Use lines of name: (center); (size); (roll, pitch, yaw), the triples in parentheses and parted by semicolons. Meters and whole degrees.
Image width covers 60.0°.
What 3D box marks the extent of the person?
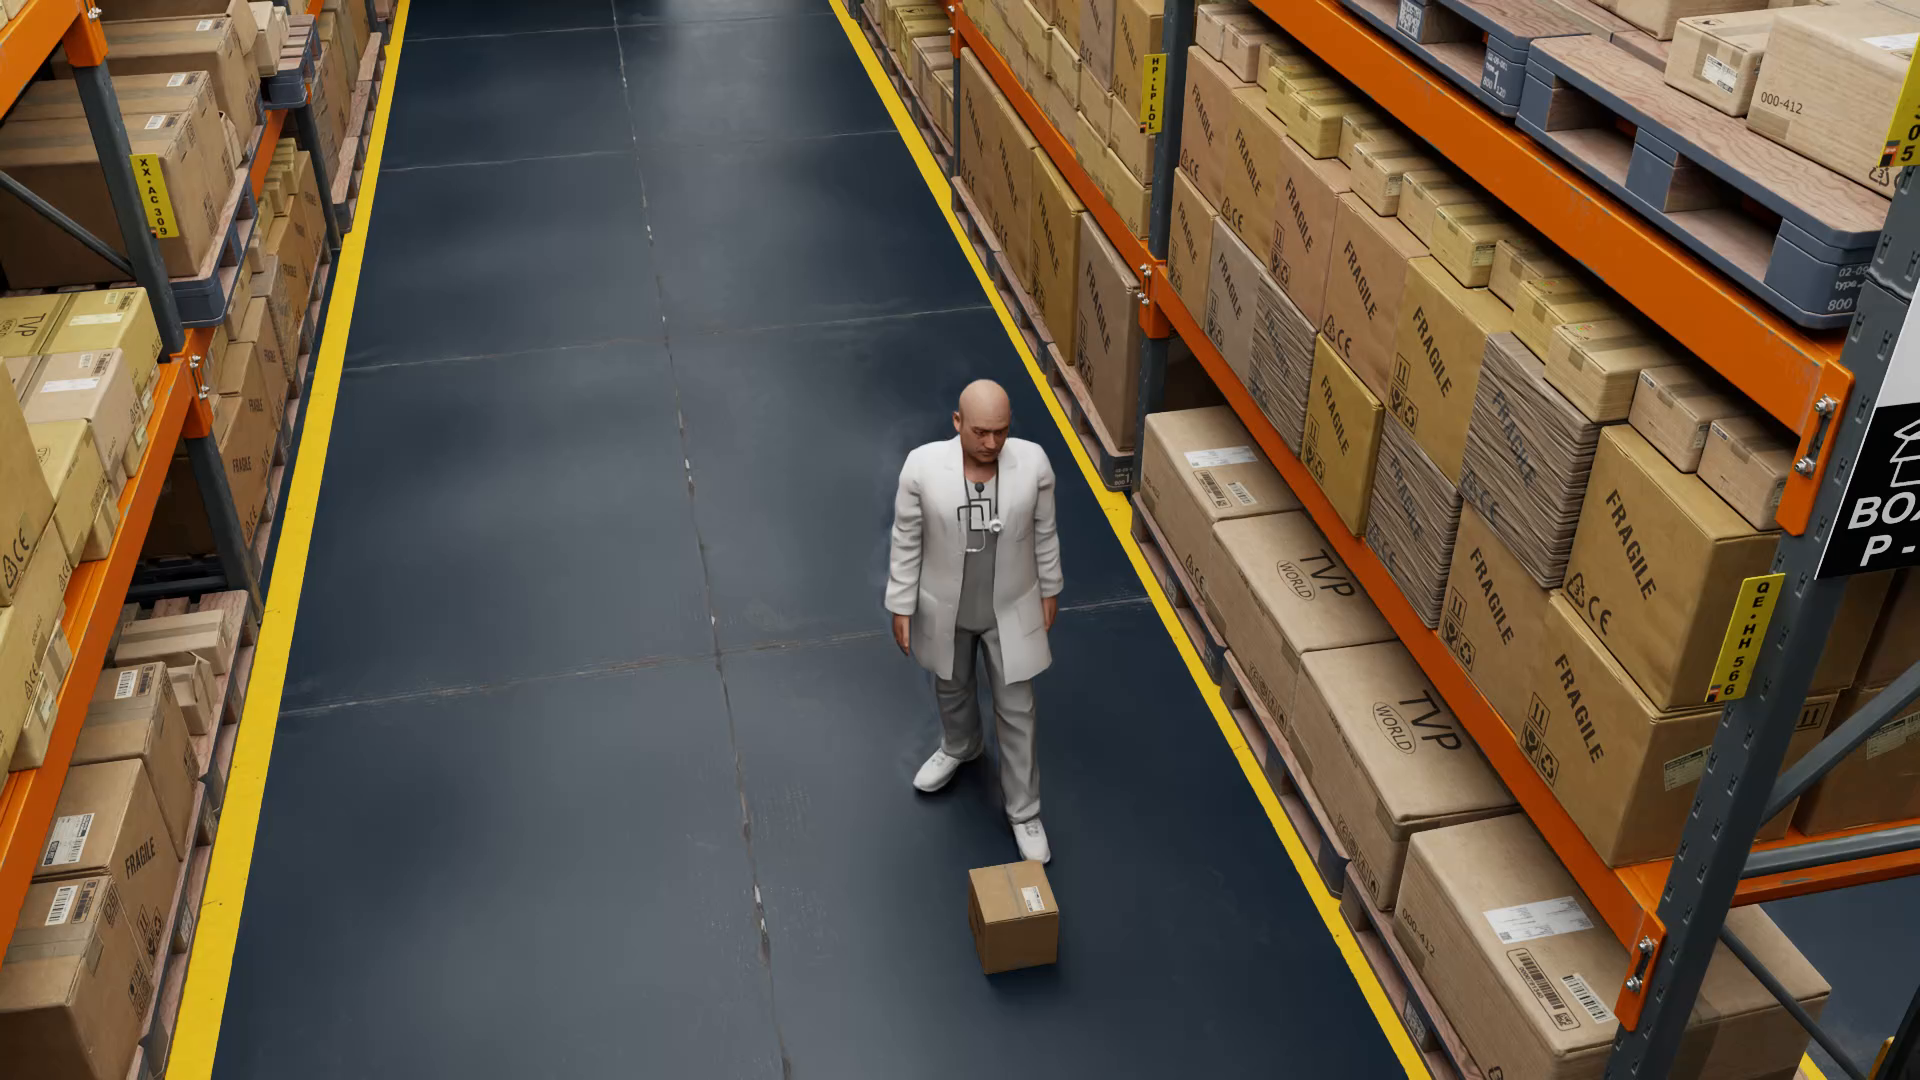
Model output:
person: (0.061, 0.357, 5.632); (0.617, 1.800, 0.677); (-7, 35, -10)
